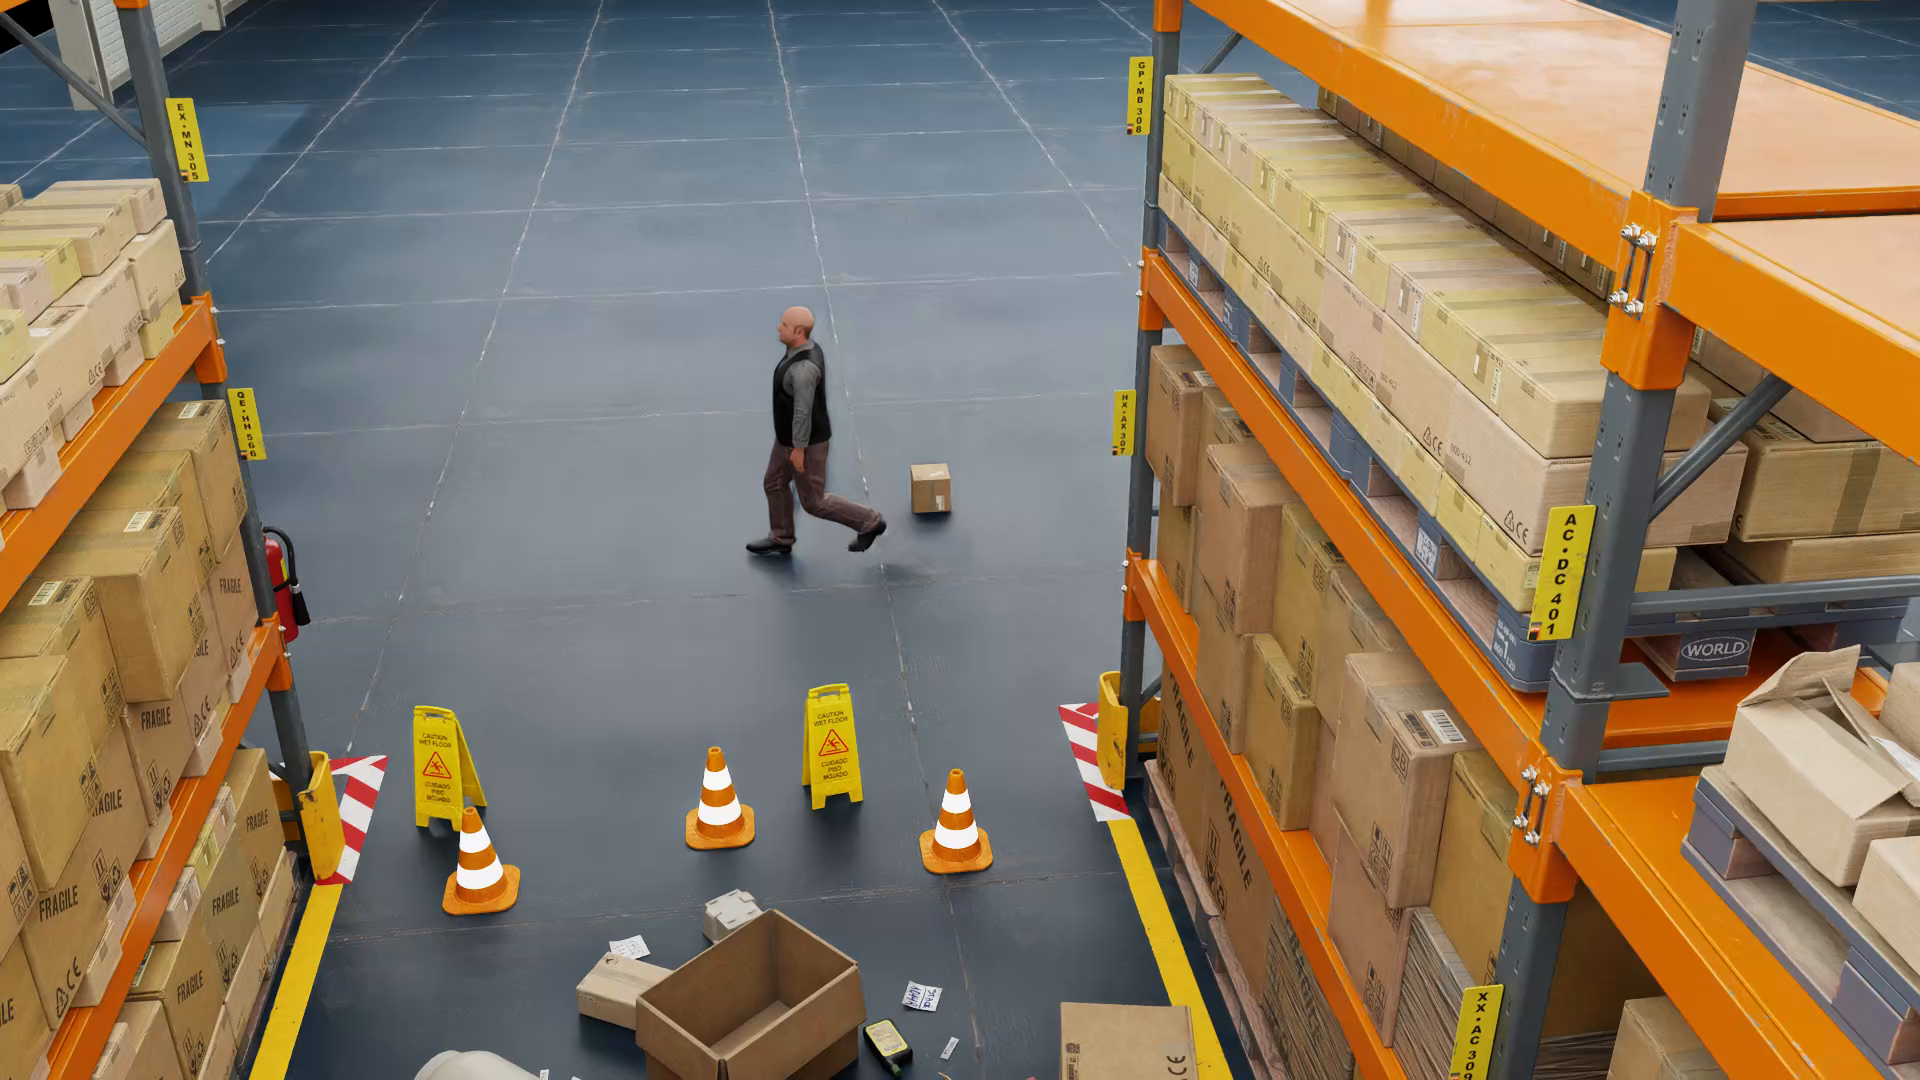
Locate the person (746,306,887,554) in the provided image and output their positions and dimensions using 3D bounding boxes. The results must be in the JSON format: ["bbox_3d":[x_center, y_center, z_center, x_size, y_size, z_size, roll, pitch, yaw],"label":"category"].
[{"bbox_3d":[-0.926,-0.649,10.391,0.900,1.689,0.539,-4,27,-8],"label":"person"}]
